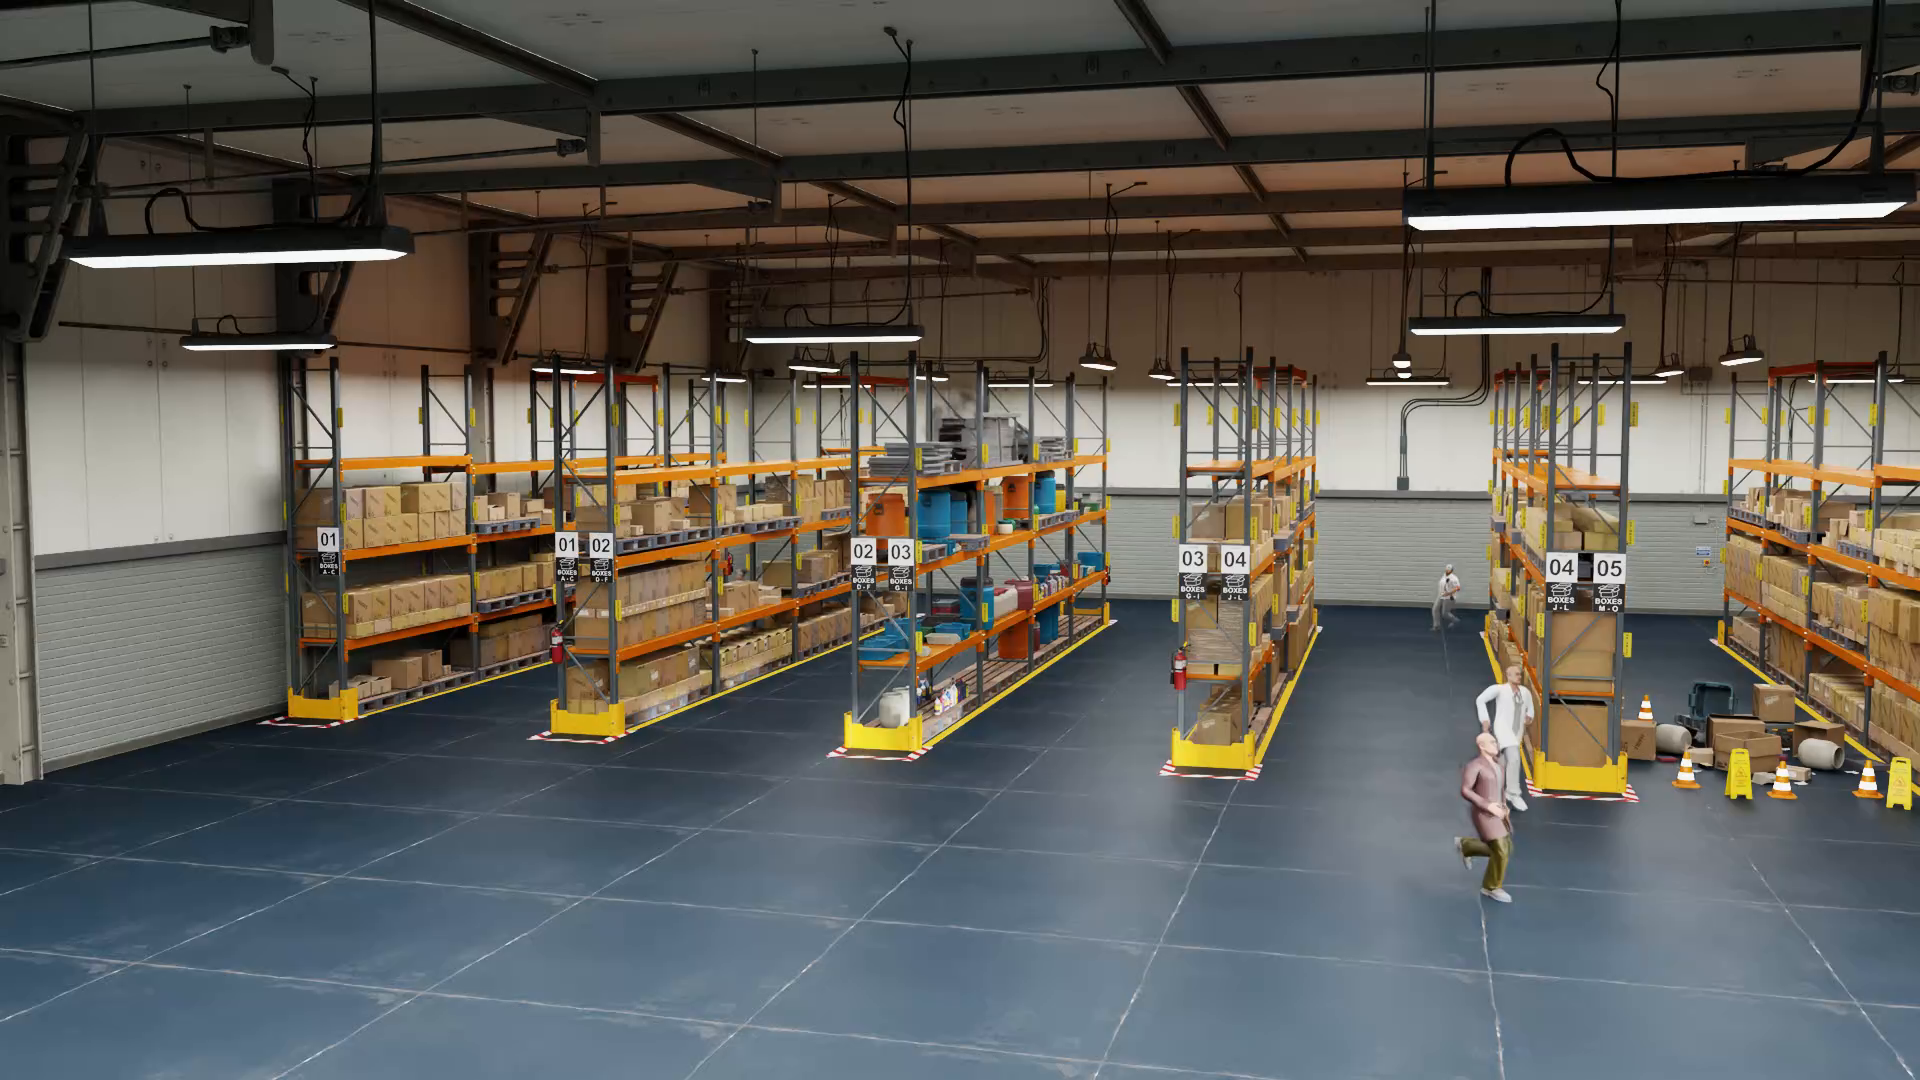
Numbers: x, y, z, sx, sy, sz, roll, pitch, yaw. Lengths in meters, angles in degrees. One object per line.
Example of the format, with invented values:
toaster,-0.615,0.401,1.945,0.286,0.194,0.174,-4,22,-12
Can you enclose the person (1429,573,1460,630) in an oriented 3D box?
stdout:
person,11.500,1.468,39.056,0.718,1.431,0.701,-2,4,-20

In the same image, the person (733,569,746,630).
person,-4.894,1.436,36.764,0.599,1.589,0.560,0,4,4

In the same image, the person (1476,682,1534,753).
person,7.150,2.310,21.605,0.679,0.932,0.606,-2,5,-23

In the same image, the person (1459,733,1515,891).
person,5.505,2.840,17.424,0.616,1.641,0.730,4,6,43
